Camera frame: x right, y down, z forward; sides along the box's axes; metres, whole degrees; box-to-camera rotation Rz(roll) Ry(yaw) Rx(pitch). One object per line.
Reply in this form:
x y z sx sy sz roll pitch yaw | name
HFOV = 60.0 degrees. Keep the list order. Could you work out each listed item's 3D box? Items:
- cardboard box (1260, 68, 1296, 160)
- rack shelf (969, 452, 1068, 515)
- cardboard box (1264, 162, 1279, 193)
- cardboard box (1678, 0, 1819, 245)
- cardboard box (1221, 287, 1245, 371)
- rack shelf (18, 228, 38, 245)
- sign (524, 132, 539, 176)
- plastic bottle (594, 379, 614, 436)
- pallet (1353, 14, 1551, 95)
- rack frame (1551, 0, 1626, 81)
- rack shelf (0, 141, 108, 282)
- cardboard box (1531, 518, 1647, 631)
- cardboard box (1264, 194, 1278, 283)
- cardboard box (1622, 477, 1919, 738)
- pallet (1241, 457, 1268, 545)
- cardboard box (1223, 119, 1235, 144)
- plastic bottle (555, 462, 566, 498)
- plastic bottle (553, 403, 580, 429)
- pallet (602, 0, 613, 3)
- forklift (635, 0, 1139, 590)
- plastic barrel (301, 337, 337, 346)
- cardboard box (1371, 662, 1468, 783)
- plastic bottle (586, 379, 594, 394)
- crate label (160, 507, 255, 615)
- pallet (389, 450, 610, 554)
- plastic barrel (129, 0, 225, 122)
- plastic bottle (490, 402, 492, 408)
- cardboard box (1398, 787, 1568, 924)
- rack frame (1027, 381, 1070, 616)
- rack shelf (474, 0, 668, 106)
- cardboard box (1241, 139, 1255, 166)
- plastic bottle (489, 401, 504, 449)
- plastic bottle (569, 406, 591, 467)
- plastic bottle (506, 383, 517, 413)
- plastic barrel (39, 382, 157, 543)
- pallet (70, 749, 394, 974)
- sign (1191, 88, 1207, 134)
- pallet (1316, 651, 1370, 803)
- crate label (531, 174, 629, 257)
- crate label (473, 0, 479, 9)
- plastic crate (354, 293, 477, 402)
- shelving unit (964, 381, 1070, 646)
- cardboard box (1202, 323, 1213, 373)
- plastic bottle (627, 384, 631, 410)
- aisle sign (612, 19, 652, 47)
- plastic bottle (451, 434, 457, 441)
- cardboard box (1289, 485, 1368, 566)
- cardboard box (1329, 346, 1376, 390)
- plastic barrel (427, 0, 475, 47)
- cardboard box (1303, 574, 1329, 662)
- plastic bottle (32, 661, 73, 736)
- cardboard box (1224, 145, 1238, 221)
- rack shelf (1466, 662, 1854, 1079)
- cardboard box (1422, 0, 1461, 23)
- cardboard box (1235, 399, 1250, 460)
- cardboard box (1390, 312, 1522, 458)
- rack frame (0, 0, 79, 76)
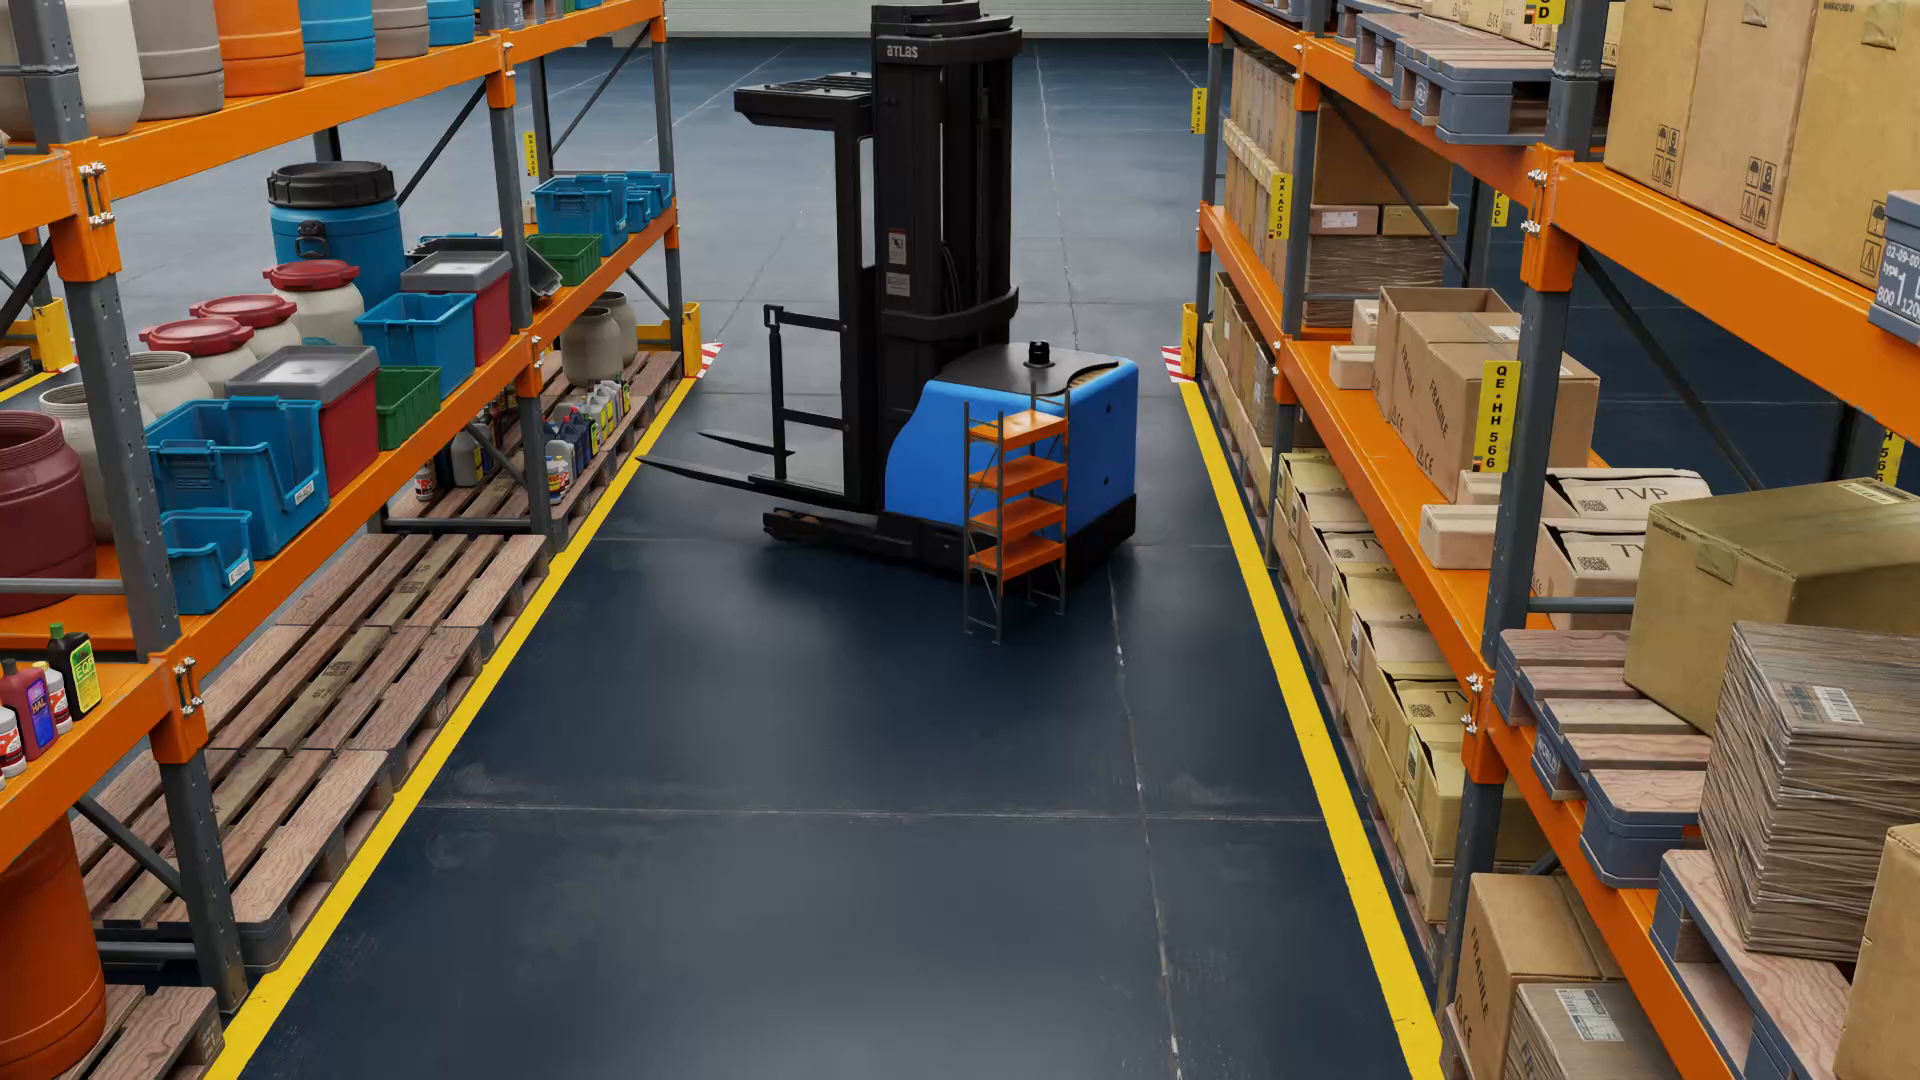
2.234 -2.602 10.156 0.700 0.500 0.500 1 21 2 | cardboard box
0.277 -0.281 8.162 0.258 0.148 0.480 19 28 40 | rack shelf
2.016 -2.154 9.899 0.380 0.149 0.250 1 21 3 | cardboard box
2.065 -0.902 3.421 0.910 0.500 0.500 1 21 2 | cardboard box
2.049 -1.402 11.179 0.500 0.500 0.500 1 21 2 | cardboard box
-7.659 -1.743 10.870 1.077 0.370 4.000 1 21 2 | rack shelf
-3.197 -2.884 12.433 0.100 0.325 0.005 1 21 2 | sign
-2.306 -0.848 10.621 0.144 0.351 0.185 2 21 4 | plastic bottle
2.022 -1.760 6.033 1.003 0.211 1.213 2 21 4 | pallet
2.060 -2.596 3.779 1.000 3.000 0.127 1 21 2 | rack frame
-2.952 -0.195 2.732 1.077 0.370 4.000 1 21 2 | rack shelf
2.115 0.111 5.218 0.500 0.311 0.500 2 21 5 | cardboard box
2.217 -1.825 9.947 0.700 0.500 0.500 1 21 2 | cardboard box
2.153 0.187 4.180 0.700 0.500 0.500 -7 22 -16 | cardboard box
2.248 -0.233 9.836 1.003 0.211 1.213 1 21 2 | pallet
2.076 -2.901 11.824 0.380 0.149 0.250 0 21 1 | cardboard box
-2.318 -0.349 9.542 0.097 0.201 0.097 0 21 0 | plastic bottle
-2.460 -0.738 10.442 0.152 0.276 0.135 1 21 2 | plastic bottle
-2.771 -3.760 11.187 1.003 0.211 1.213 1 21 2 | pallet
-0.533 -1.483 9.299 3.031 2.935 1.130 12 24 29 | forklift
-2.963 -0.760 7.532 0.301 0.262 0.301 0 21 0 | plastic barrel
1.839 0.645 6.164 0.500 0.311 0.500 0 21 1 | cardboard box
-2.407 -0.928 10.920 0.061 0.283 0.133 1 21 2 | plastic bottle
-2.504 0.075 5.421 0.303 0.233 0.416 1 21 2 | crate label
-2.707 -0.244 9.865 1.003 0.211 1.213 1 21 2 | pallet
-2.649 -1.782 5.134 0.600 0.901 0.600 0 21 0 | plastic barrel
-3.031 -0.800 10.704 0.097 0.201 0.097 0 21 0 | plastic bottle
1.832 1.094 5.783 0.500 0.250 0.500 1 21 3 | cardboard box
0.444 -0.200 8.384 0.240 1.200 0.015 19 28 40 | rack frame
-2.709 -3.087 10.187 1.077 0.370 4.000 1 21 2 | rack shelf
2.046 -2.528 10.862 0.380 0.149 0.250 0 21 0 | cardboard box
-2.907 -0.720 10.385 0.061 0.283 0.133 1 21 2 | plastic bottle
-2.324 -0.627 10.052 0.144 0.351 0.185 0 21 -1 | plastic bottle
-3.018 -0.958 11.113 0.097 0.201 0.097 0 21 0 | plastic bottle
-3.073 -0.281 5.953 0.421 0.512 0.421 0 21 0 | plastic barrel
-2.829 1.165 6.234 1.003 0.211 1.213 1 21 2 | pallet
1.749 -3.140 12.170 0.100 0.325 0.005 1 21 2 | sign
2.164 0.764 7.269 1.003 0.211 1.213 1 21 2 | pallet
-2.433 -2.096 10.734 0.502 0.435 0.616 1 21 2 | crate label
-3.035 -3.403 10.213 0.502 0.251 0.408 1 21 2 | crate label
-2.492 -0.892 7.702 0.392 0.384 0.575 1 21 2 | plastic crate
0.277 -0.135 8.218 0.258 1.200 0.503 19 28 40 | shelving unit
2.065 -1.414 12.247 0.500 0.250 0.500 1 21 2 | cardboard box
-2.265 -0.979 11.166 0.097 0.201 0.097 0 21 0 | plastic bottle
-2.349 -3.982 12.052 0.394 0.787 0.004 1 21 2 | aisle sign
-3.032 -0.577 9.923 0.144 0.351 0.185 0 21 -1 | plastic bottle
1.899 -0.093 8.068 0.500 0.311 0.500 0 21 1 | cardboard box
1.950 -0.810 7.817 0.380 0.149 0.250 1 21 2 | cardboard box
-2.568 -2.747 7.623 0.600 0.901 0.708 1 21 2 | plastic barrel
1.892 0.356 7.685 0.500 0.250 0.500 0 21 0 | cardboard box
-2.499 0.430 4.548 0.097 0.201 0.097 0 21 0 | plastic bottle
2.276 -2.570 11.867 0.700 0.500 0.500 1 21 2 | cardboard box
1.999 1.259 3.131 1.077 0.370 4.000 1 21 2 | rack shelf
2.062 -2.079 6.221 0.500 0.250 0.500 -1 21 -3 | cardboard box
2.003 -0.691 10.384 0.500 0.250 0.500 1 21 2 | cardboard box
2.111 -0.643 6.901 0.500 0.500 0.500 1 21 2 | cardboard box
-2.891 -2.652 3.923 1.000 3.000 0.127 1 21 2 | rack frame
